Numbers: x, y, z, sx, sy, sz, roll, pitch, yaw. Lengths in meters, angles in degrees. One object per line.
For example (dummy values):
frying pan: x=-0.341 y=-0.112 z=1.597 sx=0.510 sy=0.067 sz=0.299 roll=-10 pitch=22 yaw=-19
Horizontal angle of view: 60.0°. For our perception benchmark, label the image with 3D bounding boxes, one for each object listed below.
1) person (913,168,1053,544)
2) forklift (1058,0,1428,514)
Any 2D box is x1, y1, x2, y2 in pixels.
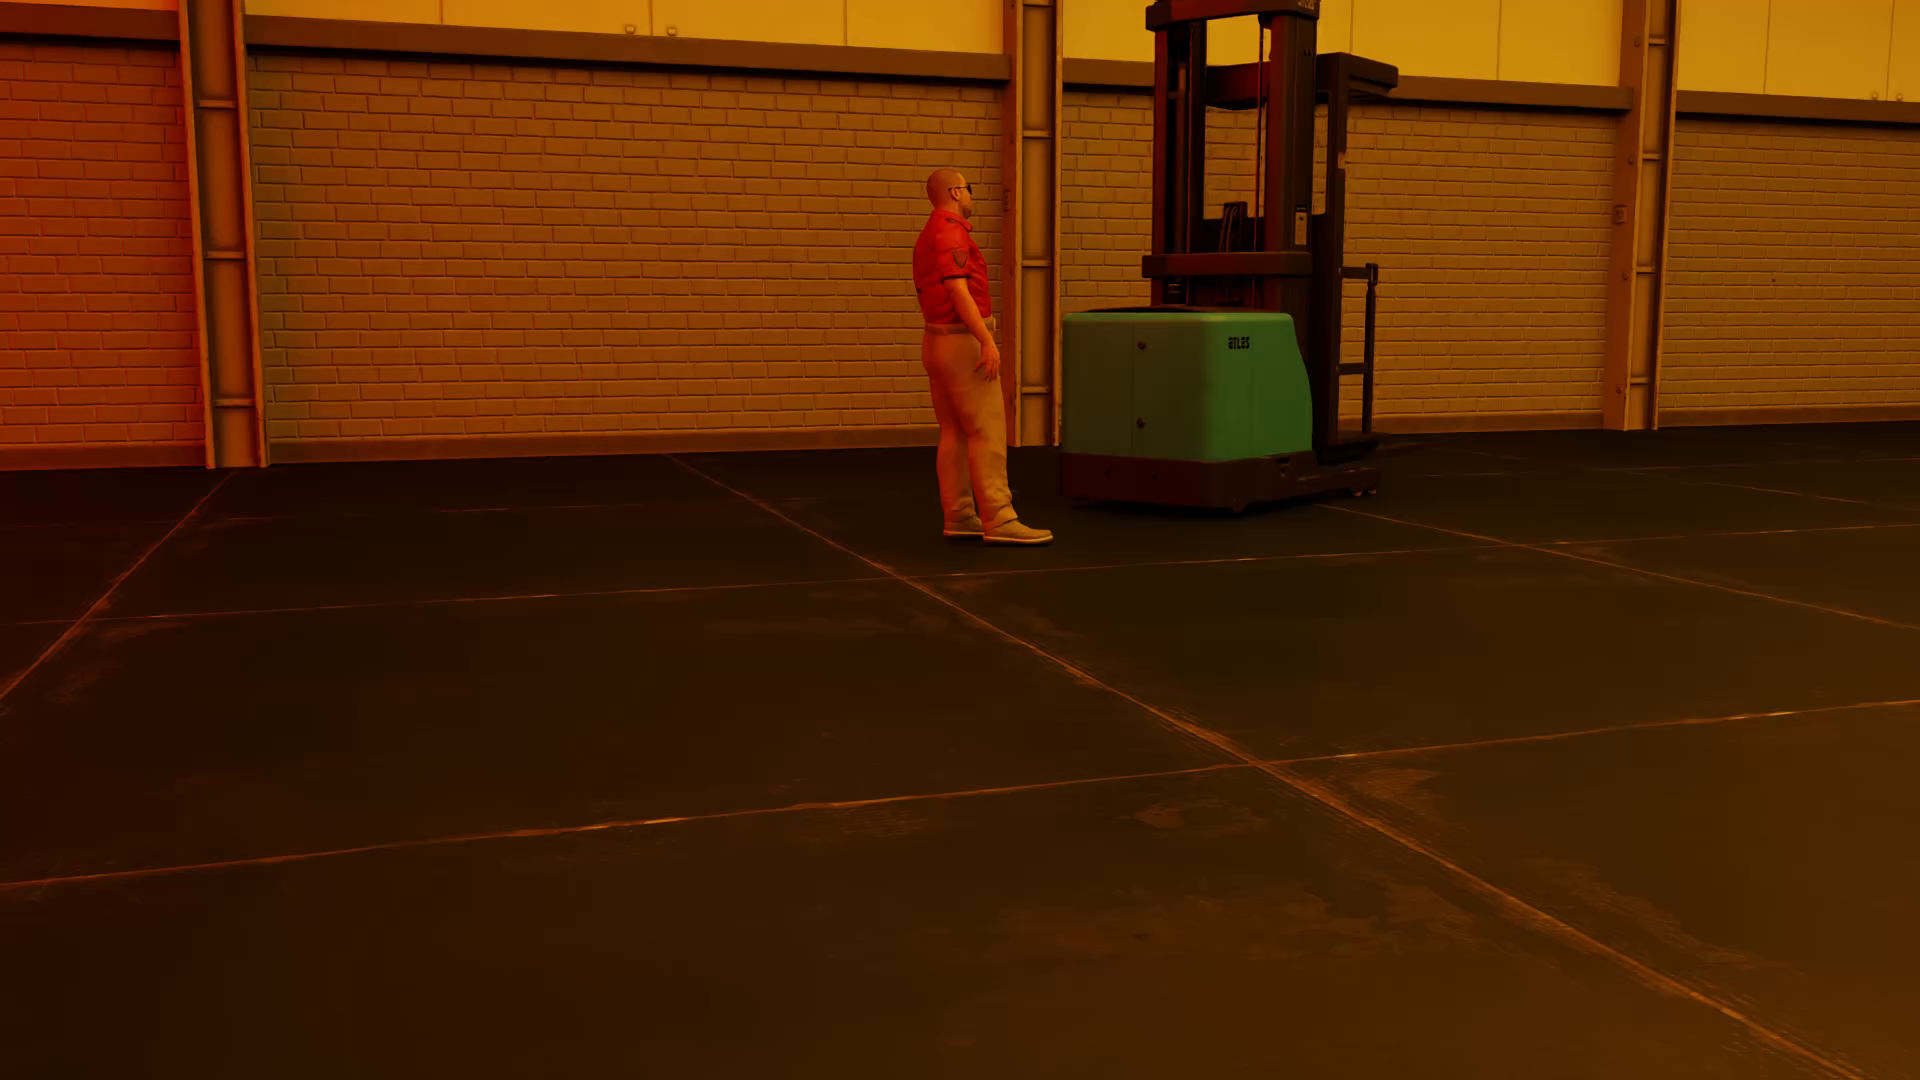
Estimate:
person: x=0.089 y=-0.866 z=7.823 sx=0.551 sy=1.727 sz=0.640 roll=-3 pitch=8 yaw=-18
forklift: x=1.869 y=-1.741 z=9.851 sx=1.130 sy=2.935 sz=3.031 roll=6 pitch=10 yaw=39
